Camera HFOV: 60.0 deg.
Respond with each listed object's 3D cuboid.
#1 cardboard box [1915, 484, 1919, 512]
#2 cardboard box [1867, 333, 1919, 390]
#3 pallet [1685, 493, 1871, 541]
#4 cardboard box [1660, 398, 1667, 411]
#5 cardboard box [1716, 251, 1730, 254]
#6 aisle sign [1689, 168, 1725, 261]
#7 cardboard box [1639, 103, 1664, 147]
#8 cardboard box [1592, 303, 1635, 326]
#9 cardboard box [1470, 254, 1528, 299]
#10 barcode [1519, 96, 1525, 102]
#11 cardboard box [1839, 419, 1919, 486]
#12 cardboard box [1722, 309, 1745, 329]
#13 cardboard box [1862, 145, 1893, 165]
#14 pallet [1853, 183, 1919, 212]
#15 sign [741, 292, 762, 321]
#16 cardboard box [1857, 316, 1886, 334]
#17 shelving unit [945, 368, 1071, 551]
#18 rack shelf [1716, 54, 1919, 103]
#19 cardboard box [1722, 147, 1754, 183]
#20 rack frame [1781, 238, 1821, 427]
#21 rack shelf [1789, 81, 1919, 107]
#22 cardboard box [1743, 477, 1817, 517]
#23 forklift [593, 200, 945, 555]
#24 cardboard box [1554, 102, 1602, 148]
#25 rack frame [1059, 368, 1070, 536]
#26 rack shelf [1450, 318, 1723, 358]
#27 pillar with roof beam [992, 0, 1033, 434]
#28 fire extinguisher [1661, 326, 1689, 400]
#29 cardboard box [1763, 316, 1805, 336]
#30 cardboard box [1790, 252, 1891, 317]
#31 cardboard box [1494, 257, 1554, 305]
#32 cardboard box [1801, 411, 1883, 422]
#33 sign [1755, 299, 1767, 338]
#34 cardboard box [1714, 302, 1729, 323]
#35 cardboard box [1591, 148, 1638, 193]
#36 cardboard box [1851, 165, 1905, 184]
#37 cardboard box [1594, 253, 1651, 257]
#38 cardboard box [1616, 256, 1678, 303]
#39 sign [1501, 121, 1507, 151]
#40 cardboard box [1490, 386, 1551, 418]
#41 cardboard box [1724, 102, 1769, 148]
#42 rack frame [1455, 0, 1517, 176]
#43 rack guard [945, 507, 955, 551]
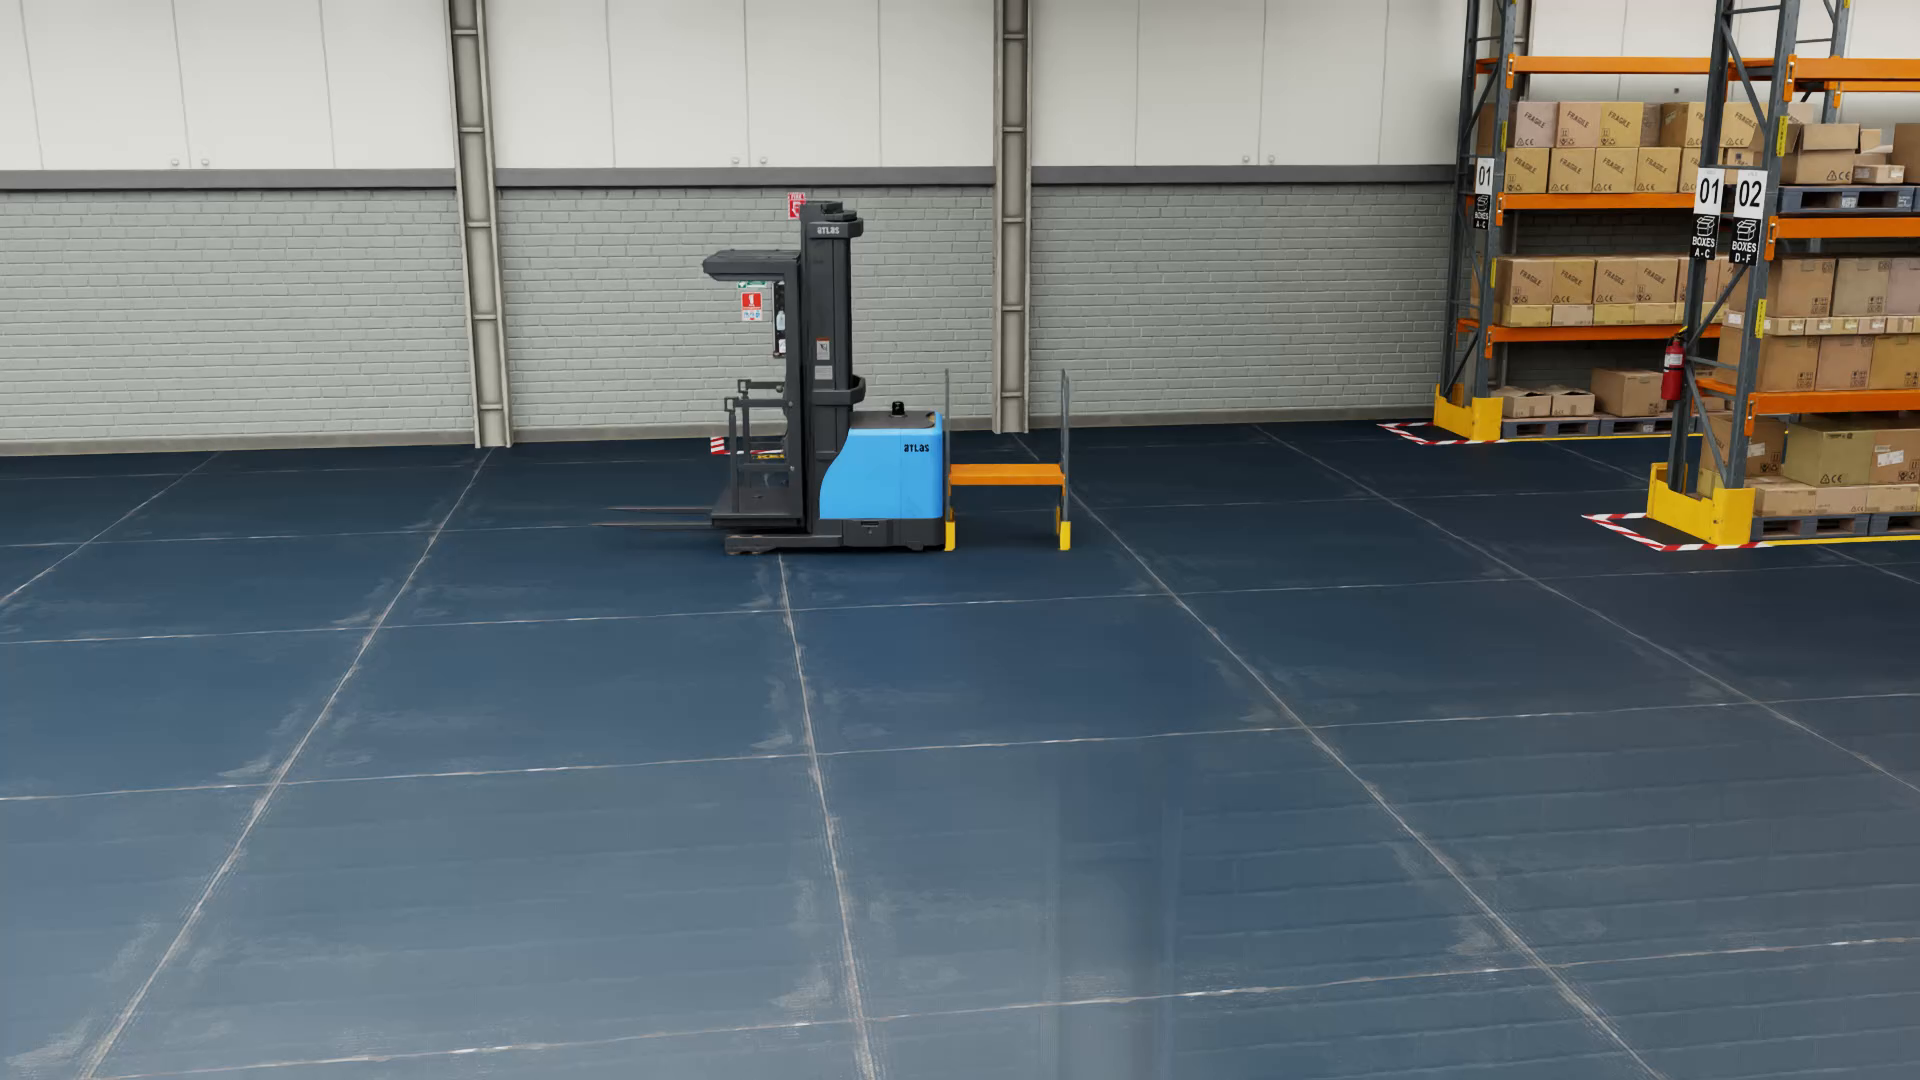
[{"bbox_3d":[8.759,-0.443,15.110,0.500,0.250,0.500,-2,14,-8],"label":"cardboard box"},{"bbox_3d":[8.186,-1.652,14.938,0.500,0.500,0.700,-2,14,-8],"label":"cardboard box"},{"bbox_3d":[7.462,-0.238,15.238,1.213,0.211,1.003,-2,14,-8],"label":"pallet"},{"bbox_3d":[8.341,-1.667,20.158,0.250,0.149,0.380,-3,14,-13],"label":"cardboard box"},{"bbox_3d":[9.429,-3.223,20.134,0.500,0.500,0.500,-2,14,-10],"label":"cardboard box"},{"bbox_3d":[6.603,-2.882,14.704,0.004,0.787,0.394,-2,14,-8],"label":"aisle sign"},{"bbox_3d":[7.884,-4.872,19.515,0.500,0.500,0.500,-2,14,-8],"label":"cardboard box"},{"bbox_3d":[7.516,-2.662,19.437,0.500,0.250,0.500,-2,14,-9],"label":"cardboard box"},{"bbox_3d":[6.404,-3.113,19.695,0.500,0.500,0.500,-2,14,-9],"label":"cardboard box"},{"bbox_3d":[6.598,-5.170,19.509,0.075,0.075,0.001,-2,14,-8],"label":"barcode"},{"bbox_3d":[8.262,-0.792,14.963,0.500,0.500,0.500,-2,14,-8],"label":"cardboard box"},{"bbox_3d":[7.061,-1.976,14.895,0.250,0.149,0.380,-2,14,-9],"label":"cardboard box"},{"bbox_3d":[8.361,-3.362,14.825,0.500,0.311,0.500,0,14,-2],"label":"cardboard box"},{"bbox_3d":[8.624,-3.029,14.650,1.213,0.211,1.003,-2,14,-8],"label":"pallet"},{"bbox_3d":[-2.411,-2.702,19.256,0.234,0.329,0.001,-2,14,-8],"label":"sign"},{"bbox_3d":[7.889,-1.906,14.617,0.250,0.149,0.380,-2,14,-9],"label":"cardboard box"},{"bbox_3d":[0.409,-0.709,14.467,1.083,1.500,0.587,0,14,-1],"label":"shelving unit"},{"bbox_3d":[8.689,-3.992,14.443,4.000,0.370,1.077,-2,14,-8],"label":"rack shelf"},{"bbox_3d":[8.961,-4.309,19.326,0.500,0.500,0.500,-3,14,-13],"label":"cardboard box"},{"bbox_3d":[9.925,-2.889,20.077,0.127,3.000,1.000,-2,14,-8],"label":"rack frame"},{"bbox_3d":[11.903,-5.329,19.772,4.000,0.370,1.077,-2,14,-8],"label":"rack shelf"},{"bbox_3d":[7.275,-0.389,14.895,0.500,0.250,0.500,-2,14,-8],"label":"cardboard box"},{"bbox_3d":[-1.656,-1.425,14.380,3.031,2.935,1.130,0,14,-1],"label":"forklift"},{"bbox_3d":[6.891,-4.704,18.844,0.500,0.500,0.500,-2,14,-9],"label":"cardboard box"},{"bbox_3d":[0.908,-0.711,14.475,0.032,1.500,0.500,0,14,-1],"label":"rack frame"},{"bbox_3d":[7.948,-2.468,19.875,4.000,0.370,1.077,-2,14,-8],"label":"rack shelf"},{"bbox_3d":[1.242,-4.635,14.703,0.400,9.000,9.100,-2,14,-8],"label":"pillar with roof beam"},{"bbox_3d":[6.526,-1.623,15.186,0.183,0.674,0.296,-2,14,-8],"label":"fire extinguisher"},{"bbox_3d":[7.132,-1.879,14.507,0.250,0.149,0.380,-2,14,-9],"label":"cardboard box"},{"bbox_3d":[7.747,-2.267,14.722,0.500,0.500,0.700,-2,14,-10],"label":"cardboard box"},{"bbox_3d":[6.487,-2.990,19.204,0.500,0.500,0.500,-2,14,-8],"label":"cardboard box"},{"bbox_3d":[8.184,-0.917,15.461,0.500,0.500,0.500,-2,14,-8],"label":"cardboard box"},{"bbox_3d":[6.788,-1.878,14.100,0.005,0.325,0.100,-2,14,-8],"label":"sign"},{"bbox_3d":[9.008,-2.720,19.669,0.500,0.250,0.500,-2,14,-8],"label":"cardboard box"},{"bbox_3d":[7.387,-4.240,19.050,0.500,0.500,0.500,-1,14,-6],"label":"cardboard box"},{"bbox_3d":[7.901,-3.158,14.346,0.250,0.149,0.380,-2,14,-8],"label":"cardboard box"},{"bbox_3d":[7.912,-3.167,19.910,0.500,0.500,0.500,-2,14,-8],"label":"cardboard box"},{"bbox_3d":[7.997,-3.044,19.420,0.500,0.500,0.500,-2,14,-7],"label":"cardboard box"},{"bbox_3d":[6.051,-4.493,18.507,0.005,0.325,0.100,-2,14,-8],"label":"sign"},{"bbox_3d":[6.667,-1.657,19.786,0.500,0.311,0.500,-4,15,-15],"label":"cardboard box"},{"bbox_3d":[8.927,-4.782,19.153,0.500,0.500,0.500,-1,14,-5],"label":"cardboard box"},{"bbox_3d":[5.970,-5.654,18.769,0.127,3.000,1.000,-2,14,-8],"label":"rack frame"},{"bbox_3d":[-0.089,-0.101,14.612,0.087,0.250,0.587,0,14,-1],"label":"rack guard"}]
